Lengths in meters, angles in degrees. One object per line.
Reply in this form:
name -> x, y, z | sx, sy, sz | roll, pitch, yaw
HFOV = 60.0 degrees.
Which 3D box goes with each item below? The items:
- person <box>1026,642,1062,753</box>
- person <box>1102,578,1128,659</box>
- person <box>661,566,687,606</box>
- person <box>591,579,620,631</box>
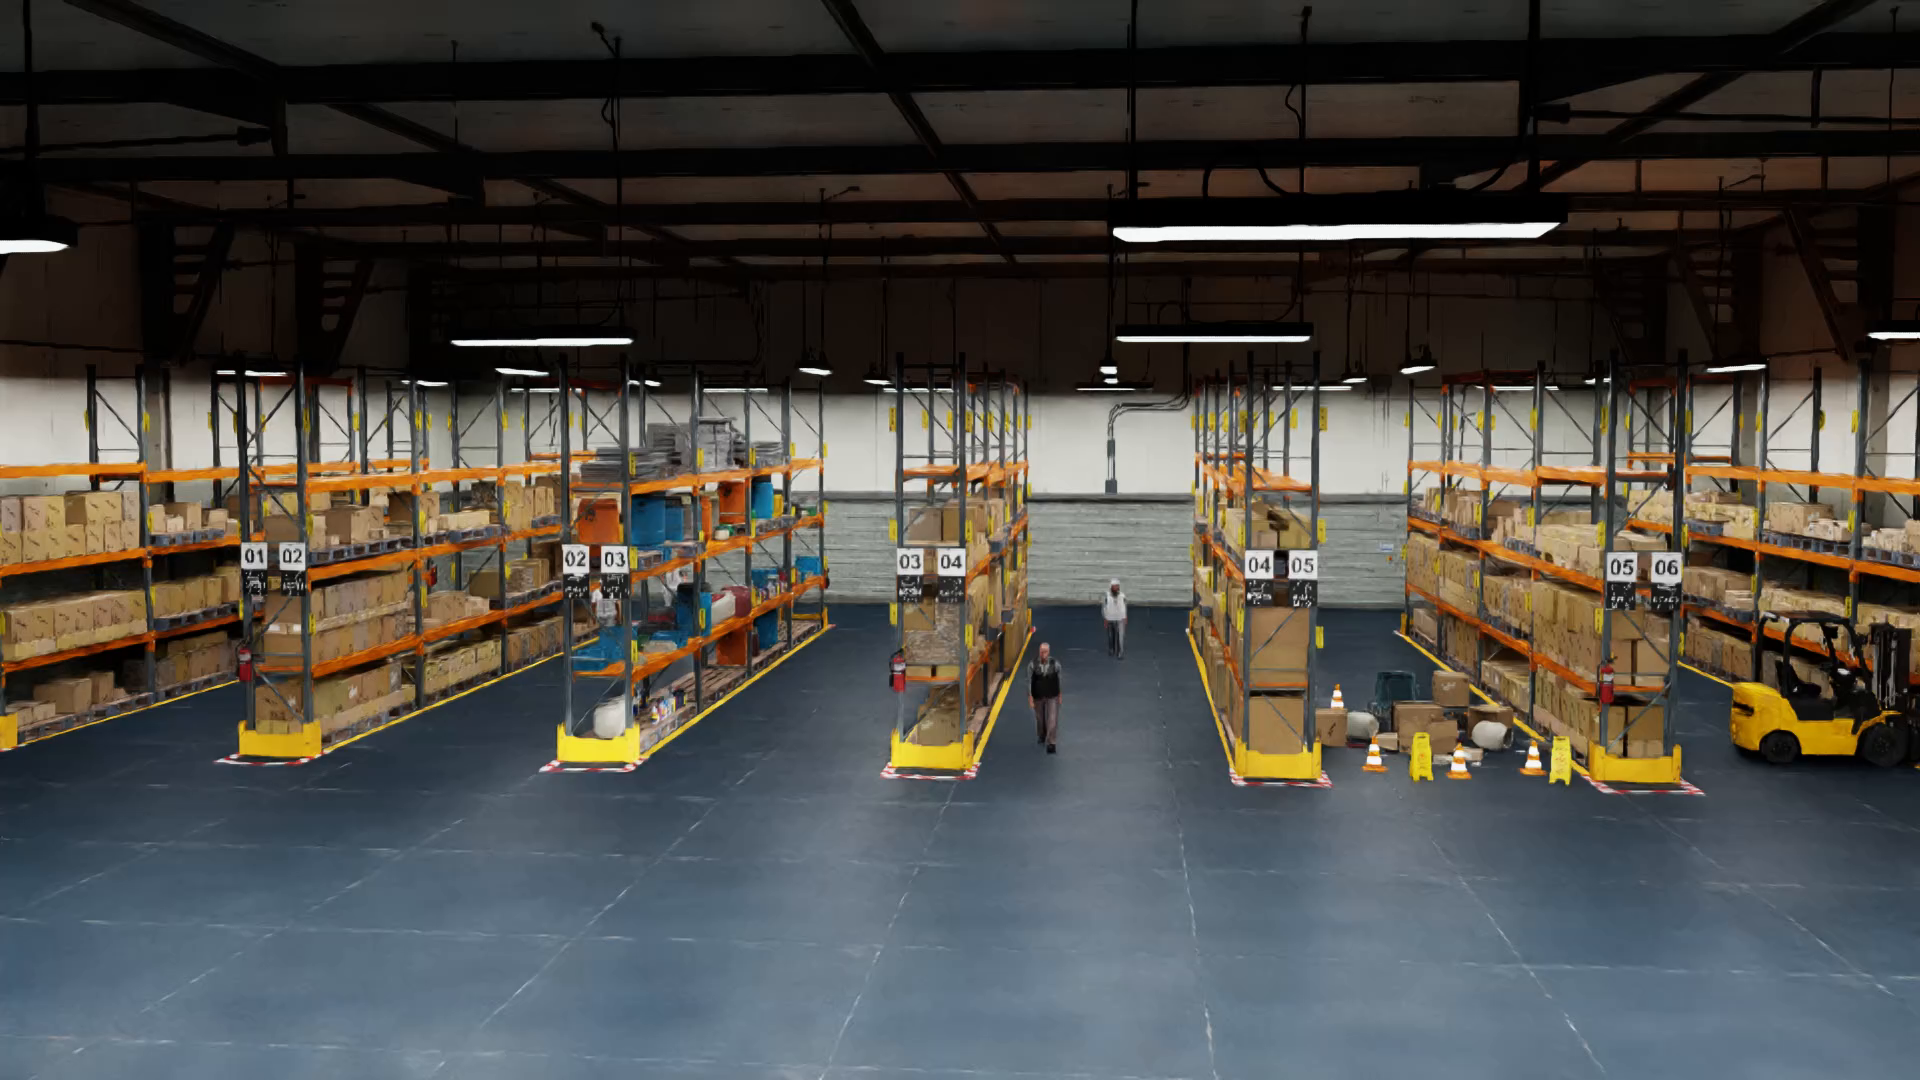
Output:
person -> 1.277, 2.371, 25.311 | 0.543, 1.647, 1.115 | 1, 4, 8
person -> 3.270, 1.643, 35.203 | 0.543, 1.698, 1.115 | 1, 4, 7
person -> -7.095, 1.211, 41.237 | 0.677, 1.742, 0.552 | 0, 4, 4
person -> -7.668, 1.595, 35.853 | 0.583, 1.682, 1.111 | 0, 4, 4
